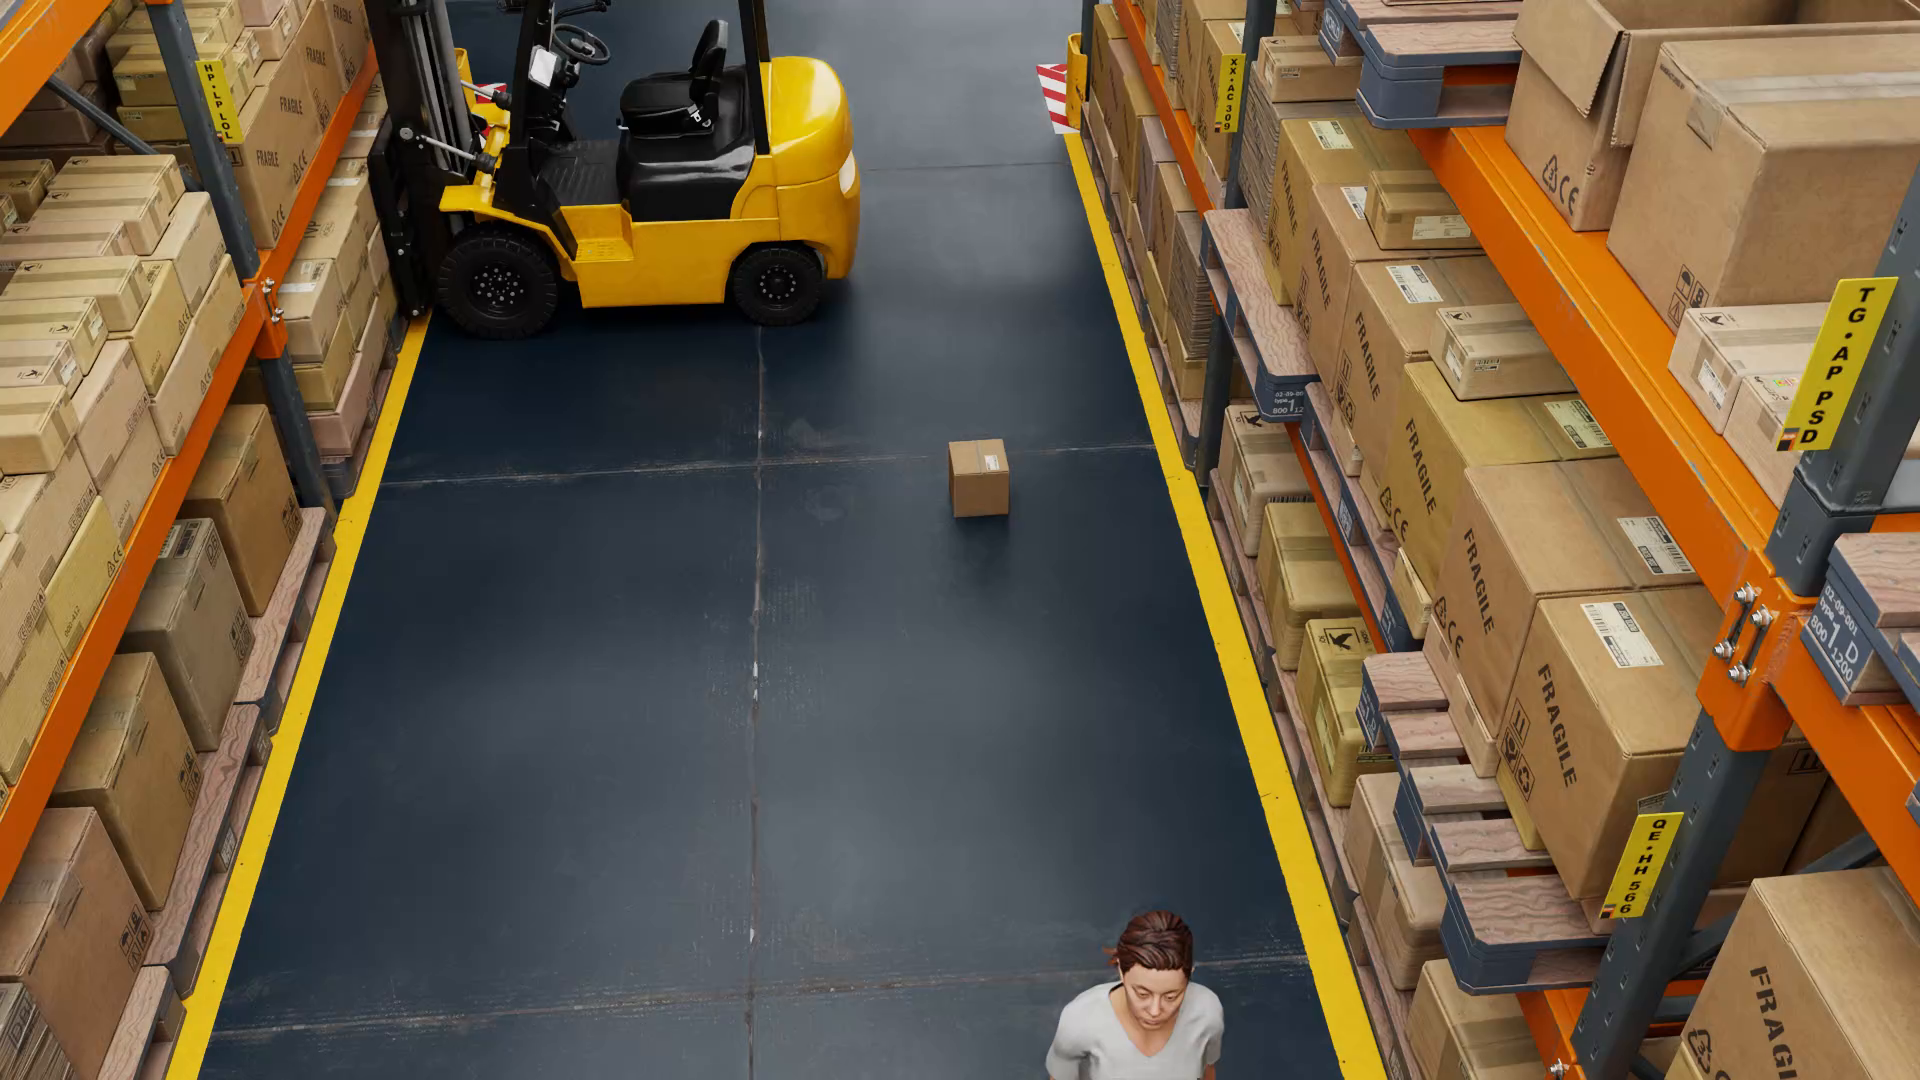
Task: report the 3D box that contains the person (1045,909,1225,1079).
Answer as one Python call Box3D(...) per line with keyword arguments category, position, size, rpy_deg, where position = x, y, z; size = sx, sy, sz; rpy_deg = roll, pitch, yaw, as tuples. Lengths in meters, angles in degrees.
Box3D(category="person", position=(0.427, 1.520, 4.283), size=(0.445, 1.646, 0.783), rpy_deg=(-2, 39, -3))
